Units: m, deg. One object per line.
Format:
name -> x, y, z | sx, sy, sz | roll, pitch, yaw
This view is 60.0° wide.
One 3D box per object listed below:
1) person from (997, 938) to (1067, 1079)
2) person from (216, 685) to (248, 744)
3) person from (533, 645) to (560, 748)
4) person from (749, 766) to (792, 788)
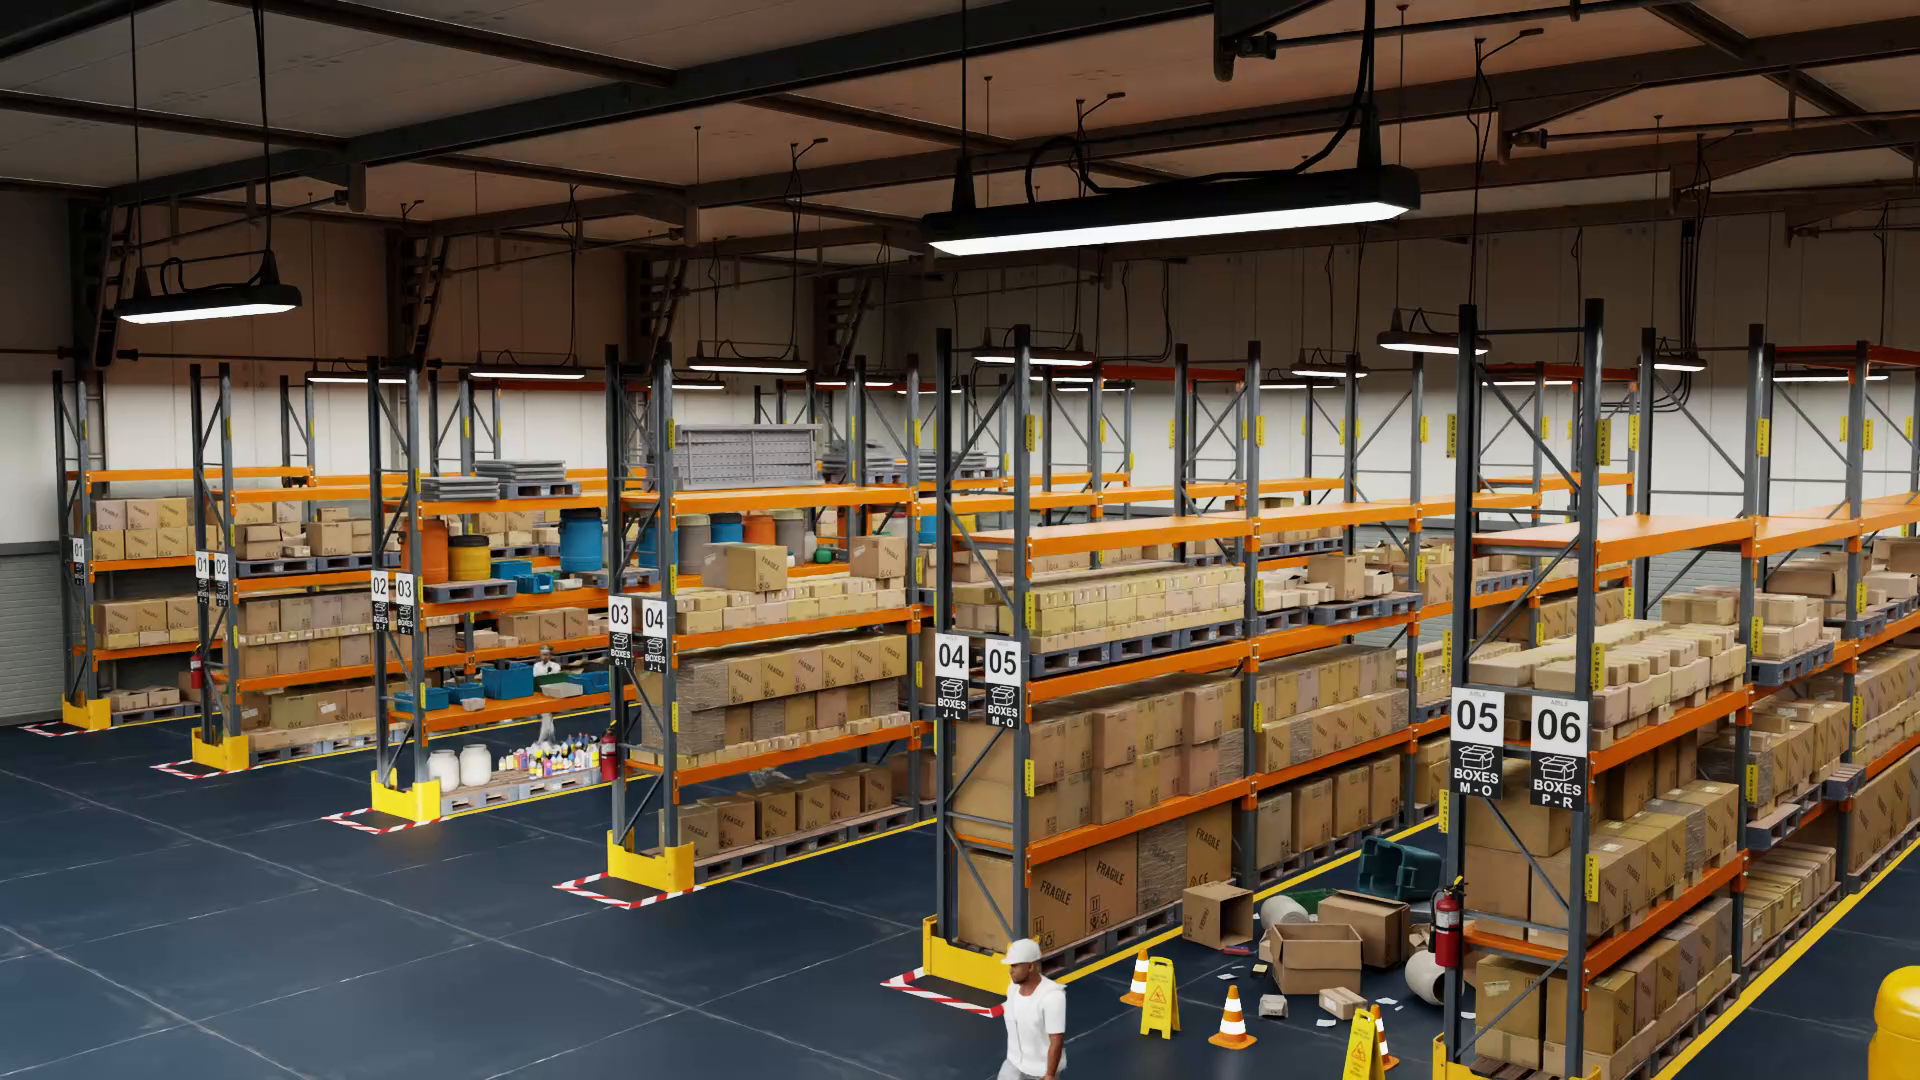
person -> 0.480, 3.528, 11.264 | 1.039, 1.656, 0.565 | -4, 6, -45
person -> -11.643, 2.359, 26.650 | 0.563, 1.805, 0.670 | 2, 5, 27
person -> -6.495, 2.454, 25.864 | 0.495, 1.653, 0.848 | 1, 4, 18
person -> -2.515, 2.701, 22.078 | 0.680, 1.753, 0.606 | -3, 5, -33
